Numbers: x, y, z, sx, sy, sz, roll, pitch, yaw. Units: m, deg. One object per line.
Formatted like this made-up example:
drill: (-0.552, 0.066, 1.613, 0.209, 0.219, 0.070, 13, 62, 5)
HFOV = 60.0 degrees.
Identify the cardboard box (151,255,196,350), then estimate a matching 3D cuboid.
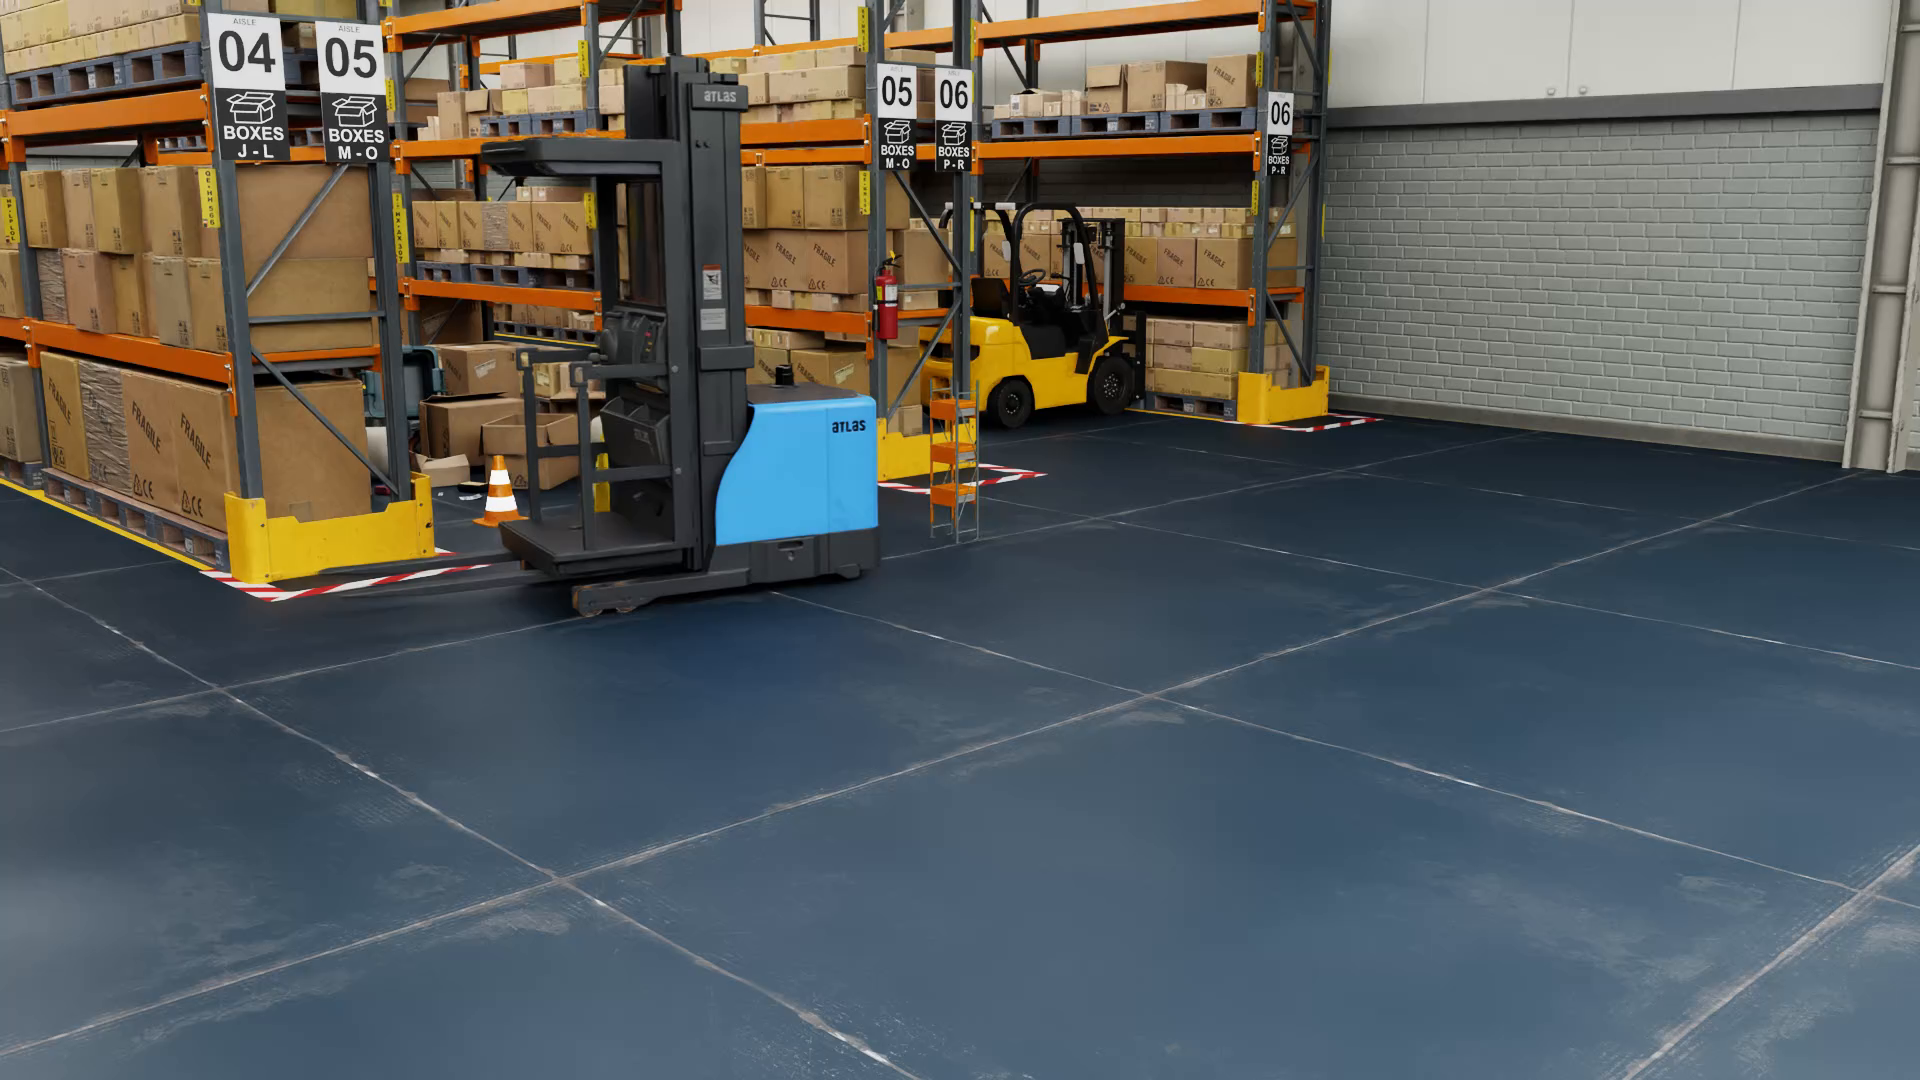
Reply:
cardboard box: (-4.511, -1.516, 10.464, 0.875, 0.550, 0.550, -11, 16, -43)

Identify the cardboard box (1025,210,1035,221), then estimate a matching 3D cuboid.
cardboard box: (0.943, -3.661, 18.655, 0.380, 0.149, 0.250, -11, 16, -44)

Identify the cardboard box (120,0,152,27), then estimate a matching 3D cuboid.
cardboard box: (-4.711, -3.219, 10.015, 0.500, 0.250, 0.500, -11, 16, -42)

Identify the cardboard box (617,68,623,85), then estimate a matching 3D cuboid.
cardboard box: (-2.896, -4.217, 15.159, 0.380, 0.149, 0.250, -10, 15, -41)

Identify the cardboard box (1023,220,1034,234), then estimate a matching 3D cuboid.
cardboard box: (0.919, -3.510, 18.658, 0.380, 0.149, 0.250, -11, 16, -43)

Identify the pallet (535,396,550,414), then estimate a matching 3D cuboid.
pallet: (-3.617, -1.353, 16.957, 1.003, 0.211, 1.213, -11, 16, -43)

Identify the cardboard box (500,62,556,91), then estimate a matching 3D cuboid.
cardboard box: (-4.291, -4.665, 16.777, 0.500, 0.250, 0.500, -11, 16, -42)

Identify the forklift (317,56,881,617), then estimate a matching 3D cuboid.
forklift: (-2.000, -1.144, 9.203, 3.031, 2.935, 1.130, -7, 13, -30)

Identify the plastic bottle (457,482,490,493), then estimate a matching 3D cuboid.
plastic bottle: (-3.747, -0.405, 12.727, 0.283, 0.061, 0.133, 6, 13, 26)

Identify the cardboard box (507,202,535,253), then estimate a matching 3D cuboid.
cardboard box: (-4.259, -3.190, 16.935, 0.500, 0.500, 0.500, -10, 15, -41)

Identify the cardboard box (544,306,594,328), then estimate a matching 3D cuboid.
cardboard box: (-6.145, -3.646, 26.331, 0.500, 0.500, 0.700, 11, 16, 43)

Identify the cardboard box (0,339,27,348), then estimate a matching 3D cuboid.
cardboard box: (-8.389, -1.360, 14.615, 1.050, 0.750, 0.750, -11, 16, -42)

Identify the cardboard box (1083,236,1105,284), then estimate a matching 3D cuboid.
cardboard box: (1.681, -3.022, 17.898, 0.500, 0.500, 0.500, -11, 16, -42)

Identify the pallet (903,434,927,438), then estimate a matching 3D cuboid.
pallet: (-0.904, -0.791, 14.226, 1.003, 0.211, 1.213, -11, 16, -43)

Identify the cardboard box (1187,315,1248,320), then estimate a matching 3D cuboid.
cardboard box: (2.729, -2.232, 17.606, 0.500, 0.250, 0.500, -11, 16, -42)

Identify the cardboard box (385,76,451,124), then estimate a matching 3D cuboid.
cardboard box: (-6.210, -4.949, 18.768, 0.637, 0.503, 0.797, 11, 16, 42)

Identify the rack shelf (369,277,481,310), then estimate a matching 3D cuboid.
rack shelf: (-7.222, -3.129, 20.448, 1.077, 0.370, 4.000, -11, 16, -43)

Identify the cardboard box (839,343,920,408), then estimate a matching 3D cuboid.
cardboard box: (-0.690, -1.408, 14.226, 0.500, 0.500, 0.500, 11, 16, 43)

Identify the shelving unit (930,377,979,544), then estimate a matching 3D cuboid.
shelving unit: (-0.037, -0.522, 10.843, 0.215, 1.050, 0.252, -11, 16, -43)

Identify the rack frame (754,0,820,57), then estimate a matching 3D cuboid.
rack frame: (-2.253, -6.820, 21.713, 1.000, 3.000, 0.127, -11, 16, -43)

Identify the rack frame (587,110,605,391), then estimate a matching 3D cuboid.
rack frame: (-3.078, -2.606, 16.125, 1.000, 3.000, 0.127, -11, 16, -43)

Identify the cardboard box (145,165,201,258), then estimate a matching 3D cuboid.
cardboard box: (-4.501, -2.047, 10.364, 0.875, 0.550, 0.550, -11, 16, -43)

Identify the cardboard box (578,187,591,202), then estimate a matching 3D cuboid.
cardboard box: (-3.972, -3.586, 17.250, 0.380, 0.149, 0.250, -10, 15, -39)

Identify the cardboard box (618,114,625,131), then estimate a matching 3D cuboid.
cardboard box: (-2.902, -3.826, 15.236, 0.380, 0.149, 0.250, -11, 16, -42)

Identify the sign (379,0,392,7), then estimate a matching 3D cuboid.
sign: (-3.421, -3.330, 9.844, 0.100, 0.325, 0.005, -11, 16, -43)

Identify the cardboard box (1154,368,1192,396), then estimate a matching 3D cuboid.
cardboard box: (2.382, -1.672, 17.365, 0.500, 0.250, 0.500, -11, 16, -43)

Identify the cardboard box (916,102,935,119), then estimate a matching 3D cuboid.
cardboard box: (-0.310, -3.462, 13.469, 0.380, 0.149, 0.250, -11, 16, -42)

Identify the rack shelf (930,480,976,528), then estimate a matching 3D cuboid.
rack shelf: (-0.037, -0.239, 10.902, 0.215, 0.259, 0.240, -11, 16, -43)

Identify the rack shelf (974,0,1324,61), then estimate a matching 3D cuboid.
rack shelf: (1.890, -5.396, 17.576, 1.077, 0.370, 4.000, -11, 16, -43)

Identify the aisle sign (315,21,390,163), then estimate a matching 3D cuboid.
aisle sign: (-3.560, -2.622, 9.762, 0.394, 0.787, 0.004, -11, 16, -43)

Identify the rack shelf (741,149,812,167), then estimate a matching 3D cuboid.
rack shelf: (-3.634, -5.290, 23.505, 1.077, 0.370, 4.000, -11, 16, -43)

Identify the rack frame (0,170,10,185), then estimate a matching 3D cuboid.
rack frame: (-9.351, -2.485, 15.539, 1.000, 3.000, 0.127, -11, 16, -43)

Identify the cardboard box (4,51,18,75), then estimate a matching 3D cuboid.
cardboard box: (-6.583, -3.401, 11.888, 0.380, 0.149, 0.250, -11, 16, -43)

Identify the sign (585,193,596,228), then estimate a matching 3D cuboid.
sign: (-3.477, -3.095, 15.631, 0.100, 0.325, 0.005, -11, 16, -43)

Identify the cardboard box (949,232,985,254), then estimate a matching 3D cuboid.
cardboard box: (-0.015, -3.505, 19.625, 0.500, 0.250, 0.500, -11, 16, -44)

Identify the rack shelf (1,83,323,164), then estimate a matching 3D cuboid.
rack shelf: (-5.207, -2.726, 11.059, 1.077, 0.370, 4.000, -11, 16, -43)

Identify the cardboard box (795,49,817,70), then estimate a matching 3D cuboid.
cardboard box: (-1.103, -3.844, 13.351, 0.380, 0.149, 0.250, -11, 16, -43)

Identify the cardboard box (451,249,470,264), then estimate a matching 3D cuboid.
cardboard box: (-5.249, -3.063, 17.929, 0.380, 0.149, 0.250, -11, 16, -42)

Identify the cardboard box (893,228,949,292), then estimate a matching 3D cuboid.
cardboard box: (-0.442, -2.324, 13.775, 0.500, 0.500, 0.500, -11, 16, -43)

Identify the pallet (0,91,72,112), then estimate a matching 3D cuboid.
pallet: (-7.257, -3.403, 13.038, 1.217, 0.209, 0.805, 11, 16, 43)

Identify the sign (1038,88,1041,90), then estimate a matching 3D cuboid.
sign: (0.910, -5.137, 19.499, 0.100, 0.325, 0.005, -11, 16, -43)

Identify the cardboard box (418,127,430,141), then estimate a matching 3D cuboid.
cardboard box: (-5.746, -4.466, 18.343, 0.380, 0.149, 0.250, -11, 16, -43)

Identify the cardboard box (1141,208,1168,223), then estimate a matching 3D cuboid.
cardboard box: (2.100, -3.385, 17.314, 0.380, 0.149, 0.250, -10, 16, -41)

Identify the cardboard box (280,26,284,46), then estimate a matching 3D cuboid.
cardboard box: (-4.008, -3.050, 10.182, 0.380, 0.149, 0.250, -11, 16, -42)

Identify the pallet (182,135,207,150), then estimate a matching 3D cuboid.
pallet: (-9.999, -5.498, 22.949, 1.003, 0.211, 1.213, -11, 16, -43)

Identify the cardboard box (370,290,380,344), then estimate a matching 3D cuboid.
cardboard box: (-6.870, -2.598, 20.311, 0.875, 0.875, 0.875, -11, 16, -42)

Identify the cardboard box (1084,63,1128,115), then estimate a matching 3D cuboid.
cardboard box: (1.778, -4.773, 17.668, 0.797, 0.503, 0.637, -10, 15, -41)

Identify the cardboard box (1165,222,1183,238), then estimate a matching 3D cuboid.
cardboard box: (2.334, -3.210, 17.202, 0.380, 0.149, 0.250, -11, 16, -43)

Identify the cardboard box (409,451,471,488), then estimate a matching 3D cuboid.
cardboard box: (-4.069, -0.568, 13.010, 0.396, 0.266, 0.258, -8, 14, -33)

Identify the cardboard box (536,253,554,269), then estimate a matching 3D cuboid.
cardboard box: (-4.007, -2.799, 16.643, 0.380, 0.149, 0.250, -11, 16, -43)

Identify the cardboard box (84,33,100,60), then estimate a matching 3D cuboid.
cardboard box: (-5.354, -3.142, 10.629, 0.380, 0.149, 0.250, -11, 16, -42)

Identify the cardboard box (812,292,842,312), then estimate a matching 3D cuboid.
cardboard box: (-0.984, -1.945, 13.542, 0.380, 0.149, 0.250, -11, 16, -43)

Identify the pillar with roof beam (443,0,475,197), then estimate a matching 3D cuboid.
pillar with roof beam: (-12.102, -7.907, 26.988, 9.100, 9.000, 0.400, -11, 16, -43)

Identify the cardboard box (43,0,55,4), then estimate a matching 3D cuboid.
cardboard box: (-5.878, -3.643, 11.087, 0.380, 0.149, 0.250, -11, 16, -42)

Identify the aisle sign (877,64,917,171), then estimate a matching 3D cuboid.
aisle sign: (-0.483, -3.246, 12.789, 0.394, 0.787, 0.004, -11, 16, -43)

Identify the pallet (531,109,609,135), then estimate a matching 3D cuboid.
pallet: (-3.428, -4.088, 16.351, 1.213, 0.211, 1.003, -11, 16, -43)
